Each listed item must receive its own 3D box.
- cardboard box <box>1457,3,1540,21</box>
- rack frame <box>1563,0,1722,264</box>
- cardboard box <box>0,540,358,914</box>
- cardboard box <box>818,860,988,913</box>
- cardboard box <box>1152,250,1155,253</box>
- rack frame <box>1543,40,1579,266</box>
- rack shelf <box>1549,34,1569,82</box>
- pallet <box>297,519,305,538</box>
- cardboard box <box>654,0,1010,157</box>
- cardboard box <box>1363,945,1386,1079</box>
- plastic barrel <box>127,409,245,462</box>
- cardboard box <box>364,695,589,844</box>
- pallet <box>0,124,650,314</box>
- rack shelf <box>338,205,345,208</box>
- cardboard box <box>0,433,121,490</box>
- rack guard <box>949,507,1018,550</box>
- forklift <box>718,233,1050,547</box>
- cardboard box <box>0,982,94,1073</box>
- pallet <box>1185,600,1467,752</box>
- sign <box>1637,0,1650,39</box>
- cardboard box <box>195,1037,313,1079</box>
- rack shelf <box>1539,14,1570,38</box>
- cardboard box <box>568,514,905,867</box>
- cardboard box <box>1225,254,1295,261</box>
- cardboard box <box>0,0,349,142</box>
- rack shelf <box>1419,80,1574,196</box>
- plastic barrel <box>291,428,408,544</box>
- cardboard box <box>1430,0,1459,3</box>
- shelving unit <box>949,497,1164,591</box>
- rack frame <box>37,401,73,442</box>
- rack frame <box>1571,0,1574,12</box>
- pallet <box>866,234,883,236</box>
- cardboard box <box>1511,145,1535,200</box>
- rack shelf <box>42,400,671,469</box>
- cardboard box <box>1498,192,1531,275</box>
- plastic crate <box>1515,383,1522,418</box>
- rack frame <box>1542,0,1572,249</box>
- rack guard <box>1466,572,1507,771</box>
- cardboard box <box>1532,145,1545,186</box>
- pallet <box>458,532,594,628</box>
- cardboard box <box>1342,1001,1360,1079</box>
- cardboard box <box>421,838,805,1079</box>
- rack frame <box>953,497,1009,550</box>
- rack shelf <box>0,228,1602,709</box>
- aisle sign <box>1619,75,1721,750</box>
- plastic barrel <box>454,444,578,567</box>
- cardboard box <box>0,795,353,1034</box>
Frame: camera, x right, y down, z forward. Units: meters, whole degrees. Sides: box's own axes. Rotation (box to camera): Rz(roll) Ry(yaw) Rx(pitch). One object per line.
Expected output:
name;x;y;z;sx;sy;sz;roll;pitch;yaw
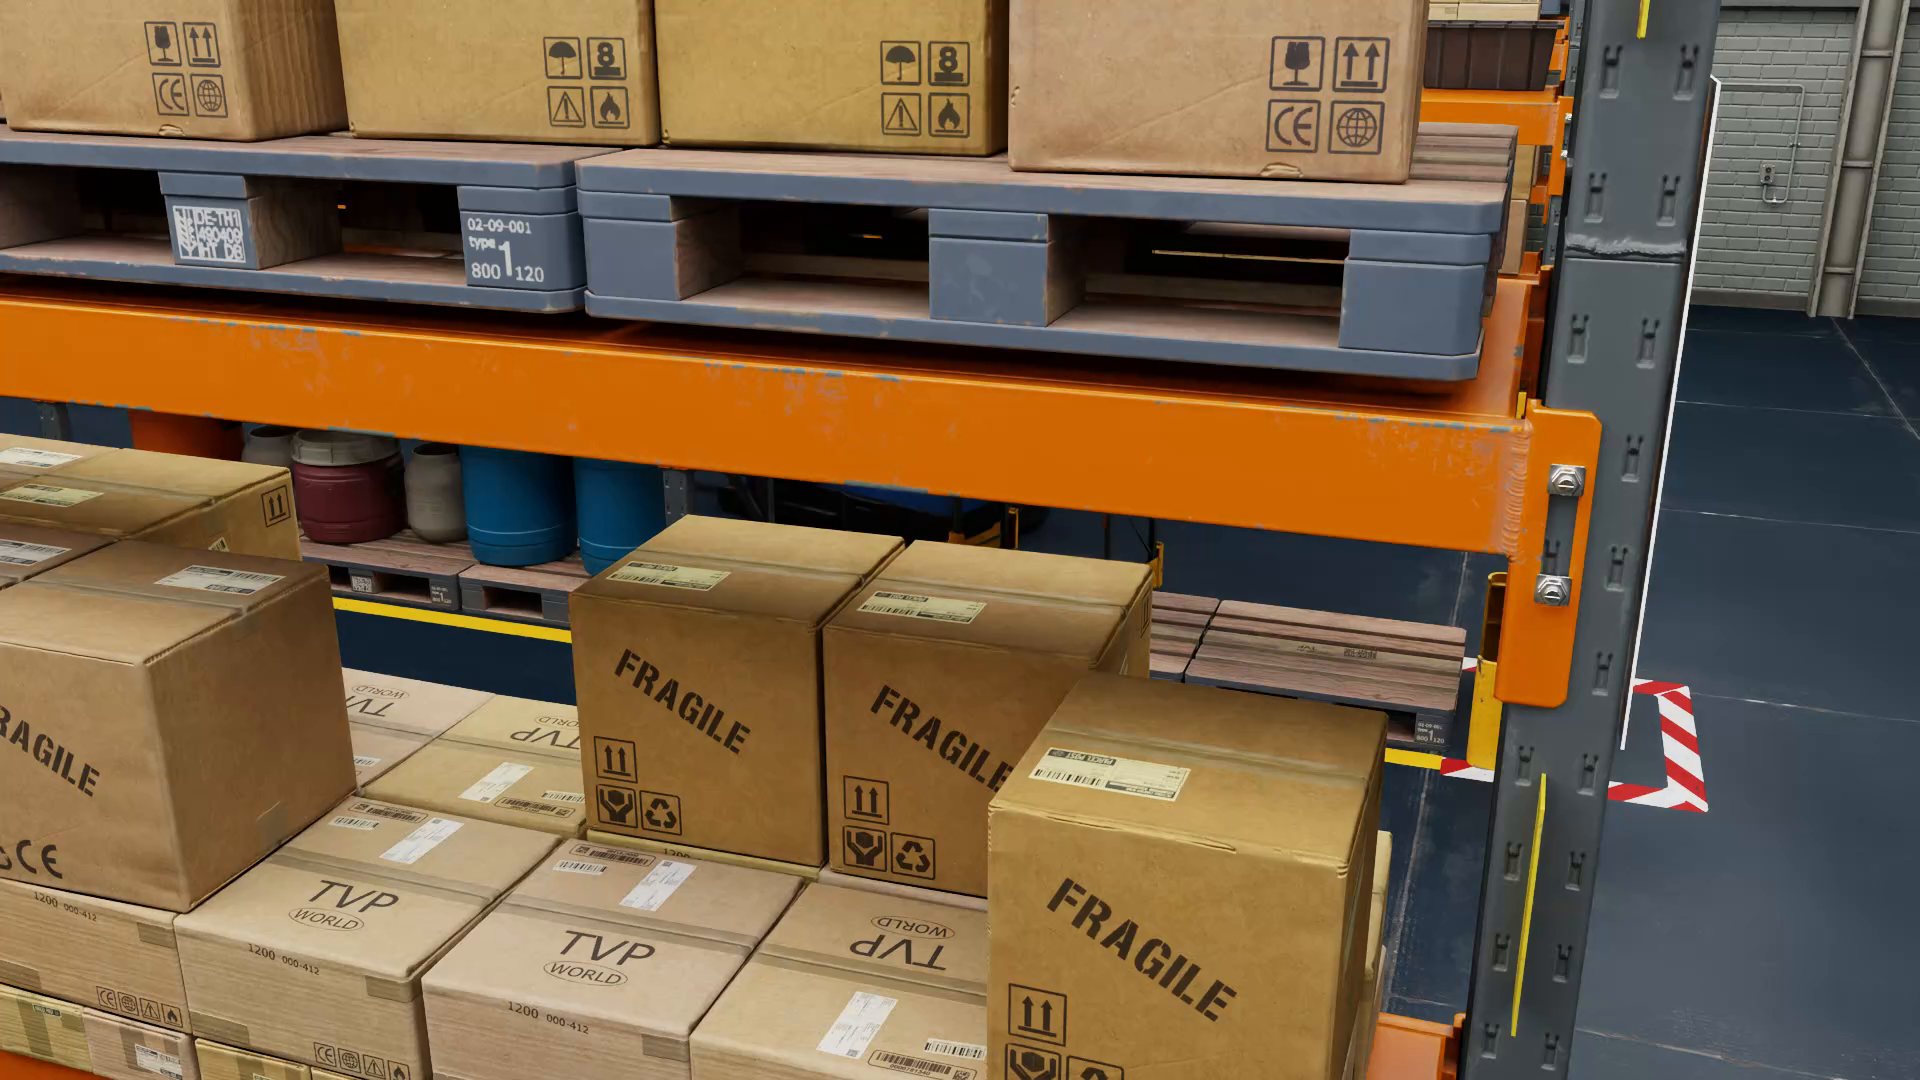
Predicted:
cardboard box;3.587;-3.449;11.085;0.500;0.250;0.500;7;20;18
rack frame;0.904;-1.883;1.808;0.127;3.000;1.000;7;20;18
cardboard box;-1.550;0.335;3.194;0.500;0.500;0.500;6;20;16
cardboard box;0.046;0.690;3.316;0.500;0.250;0.500;6;20;17
cardboard box;1.257;-2.415;12.296;0.500;0.500;0.500;7;20;19
rack frame;2.530;-0.590;7.213;0.127;3.000;1.000;7;20;18
rack shelf;2.269;-3.423;11.875;4.000;0.370;1.077;7;20;18
pallet;-4.269;-0.066;9.944;1.213;0.211;1.003;7;20;18
cardboard box;-0.097;-0.897;2.595;0.500;0.500;0.700;6;20;16
cardboard box;0.677;0.927;3.241;0.250;0.149;0.380;7;20;19
plastic barrel;-4.560;-0.581;9.844;0.708;0.830;0.600;7;20;18
cardboard box;-0.922;0.580;3.631;0.500;0.250;0.500;6;20;17
pallet;-0.956;-0.633;2.913;1.213;0.211;1.003;7;20;18
rack shelf;-5.288;-2.871;14.847;4.000;0.370;1.077;7;20;18
cardboard box;-2.352;0.060;3.983;0.500;0.500;0.500;7;20;20
rack guard;0.142;0.005;9.681;0.087;0.250;0.587;14;24;35
forklift;-0.919;-1.651;10.359;3.031;2.935;1.130;14;24;35
cardboard box;-1.716;0.884;3.366;0.250;0.149;0.380;6;20;17
pallet;1.763;0.625;7.962;1.213;0.211;1.003;7;20;18
sign;0.713;-0.680;1.689;0.005;0.325;0.100;7;20;18
cardboard box;-1.231;0.939;3.206;0.250;0.149;0.380;6;20;16
rack shelf;3.891;-4.964;16.294;4.000;0.370;1.077;7;20;18
cardboard box;-0.424;0.282;3.347;0.500;0.500;0.500;6;20;17
cardboard box;2.210;-2.306;11.983;0.500;0.500;0.500;6;20;17
cardboard box;-1.162;-0.966;2.791;0.500;0.500;0.700;7;21;20
rack shelf;0.640;-1.883;7.457;4.000;0.370;1.077;7;20;18
plastic barrel;-3.493;-0.345;9.533;0.708;0.588;0.600;7;20;18
cardboard box;3.117;-3.742;11.165;0.500;0.250;0.500;7;20;18
shelving unit;0.537;-0.485;9.188;1.083;1.500;0.587;14;24;35
rack frame;-5.027;-1.455;9.692;0.127;3.000;1.000;7;20;18
rack frame;4.159;-4.963;10.643;0.127;3.000;1.000;7;20;18
pallet;-0.339;-2.592;13.246;1.213;0.211;1.003;7;20;18
cardboard box;3.648;-2.612;11.342;0.500;0.500;0.500;6;20;18
rack shelf;-3.138;-0.899;9.191;4.000;0.370;1.077;7;20;18
cardboard box;3.646;-2.141;11.510;0.500;0.500;0.500;7;20;20
plastic crate;2.152;-0.614;7.134;0.499;0.435;0.616;7;20;18
rack frame;5.781;-3.671;16.050;0.127;3.000;1.000;7;20;18
rack guard;2.557;0.588;7.629;0.348;0.500;1.175;7;20;18
cardboard box;5.296;-3.864;16.150;0.700;0.700;0.980;7;21;21
pallet;-1.964;0.198;9.188;1.213;0.211;1.003;7;20;18
cardboard box;0.359;0.910;2.684;0.500;0.250;0.500;6;20;17
cardboard box;-0.601;0.800;2.999;0.500;0.250;0.500;6;20;16
rack frame;0.127;-0.589;9.486;0.032;1.500;0.500;14;24;35
rack shelf;-0.985;-0.343;3.039;4.000;0.370;1.077;7;20;18
aisle sign;0.874;-0.177;2.077;0.004;0.787;0.394;7;20;18
plastic barrel;-2.426;-0.371;9.132;0.708;0.901;0.600;7;20;18
cardboard box;-1.557;0.689;3.317;0.500;0.250;0.500;7;20;19
